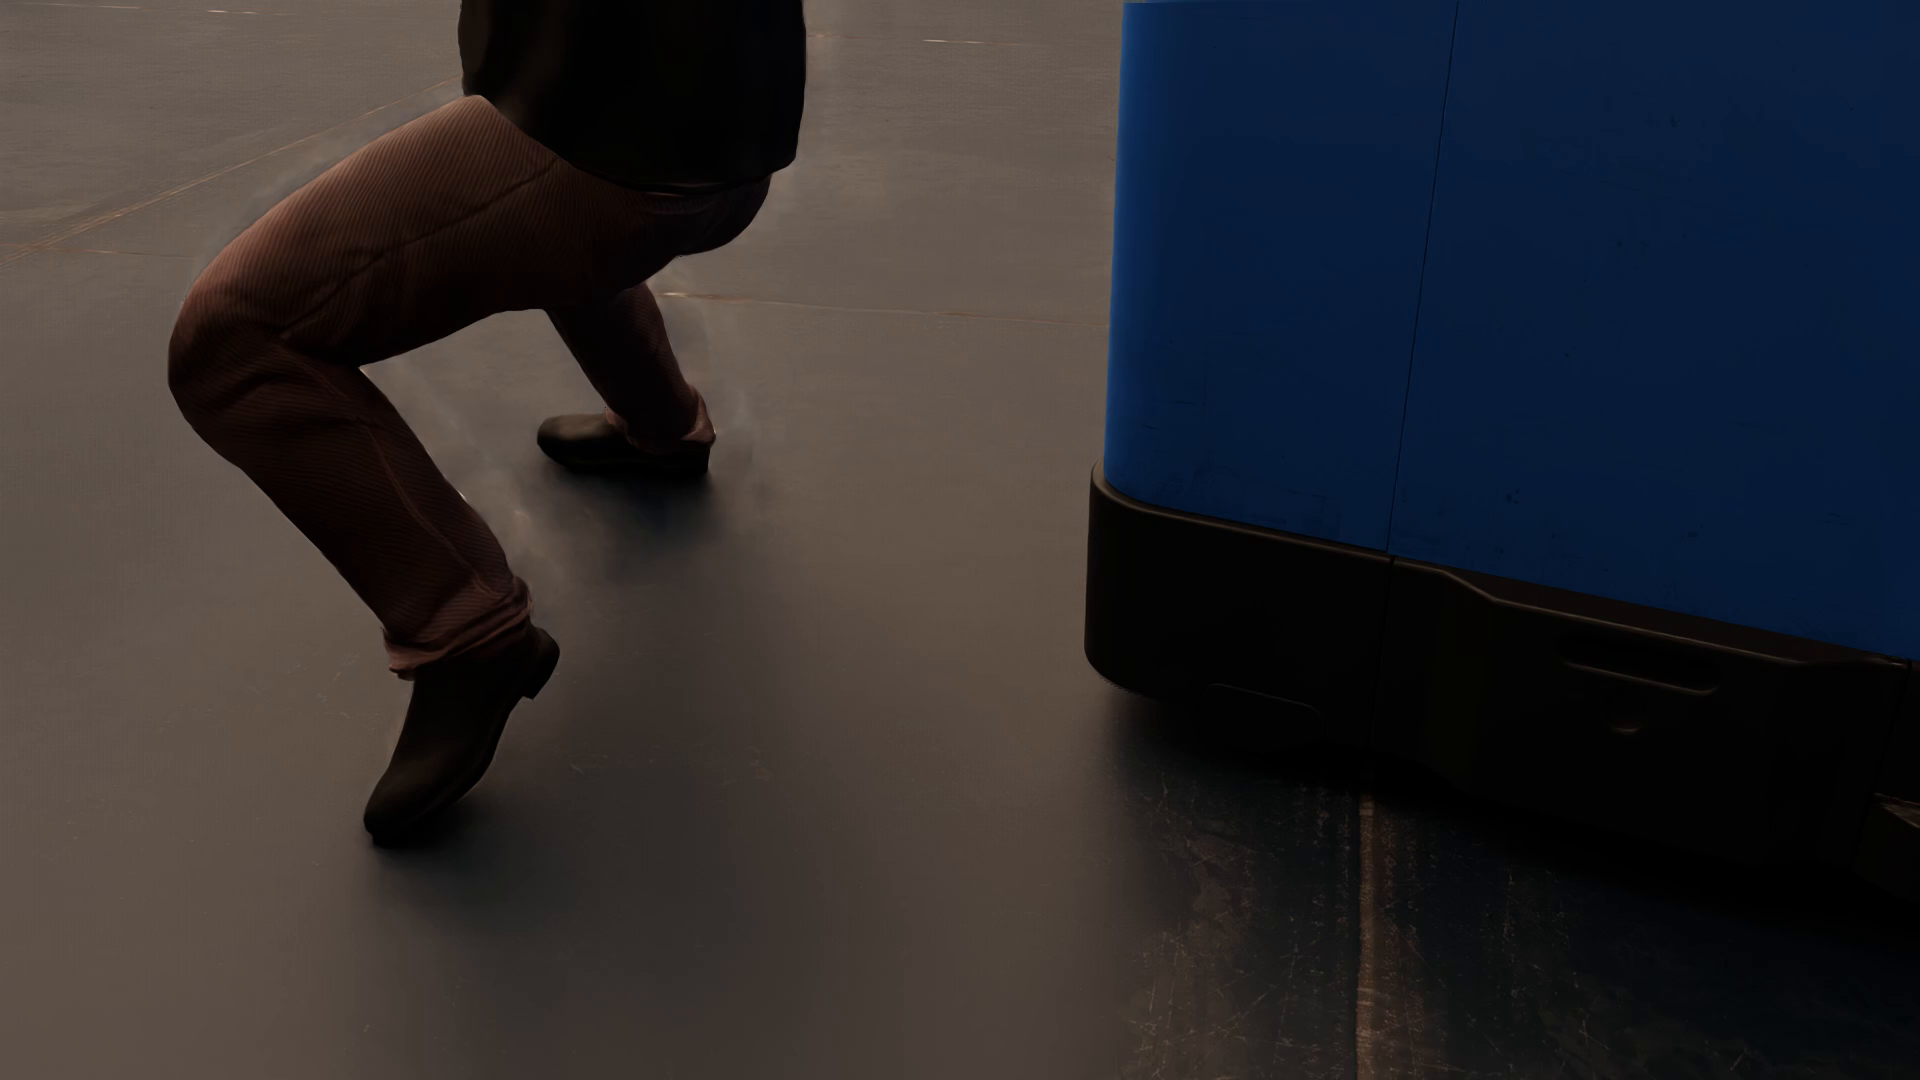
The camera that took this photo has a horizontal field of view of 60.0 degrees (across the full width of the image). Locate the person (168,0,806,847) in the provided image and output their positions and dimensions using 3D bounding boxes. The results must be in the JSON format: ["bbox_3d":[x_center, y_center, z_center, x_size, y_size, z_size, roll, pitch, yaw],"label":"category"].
[{"bbox_3d":[-0.541,-0.550,1.975,0.731,1.479,1.071,8,28,16],"label":"person"}]

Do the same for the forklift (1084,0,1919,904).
[{"bbox_3d":[1.709,-0.993,1.215,3.031,2.935,1.130,13,29,23],"label":"forklift"}]
